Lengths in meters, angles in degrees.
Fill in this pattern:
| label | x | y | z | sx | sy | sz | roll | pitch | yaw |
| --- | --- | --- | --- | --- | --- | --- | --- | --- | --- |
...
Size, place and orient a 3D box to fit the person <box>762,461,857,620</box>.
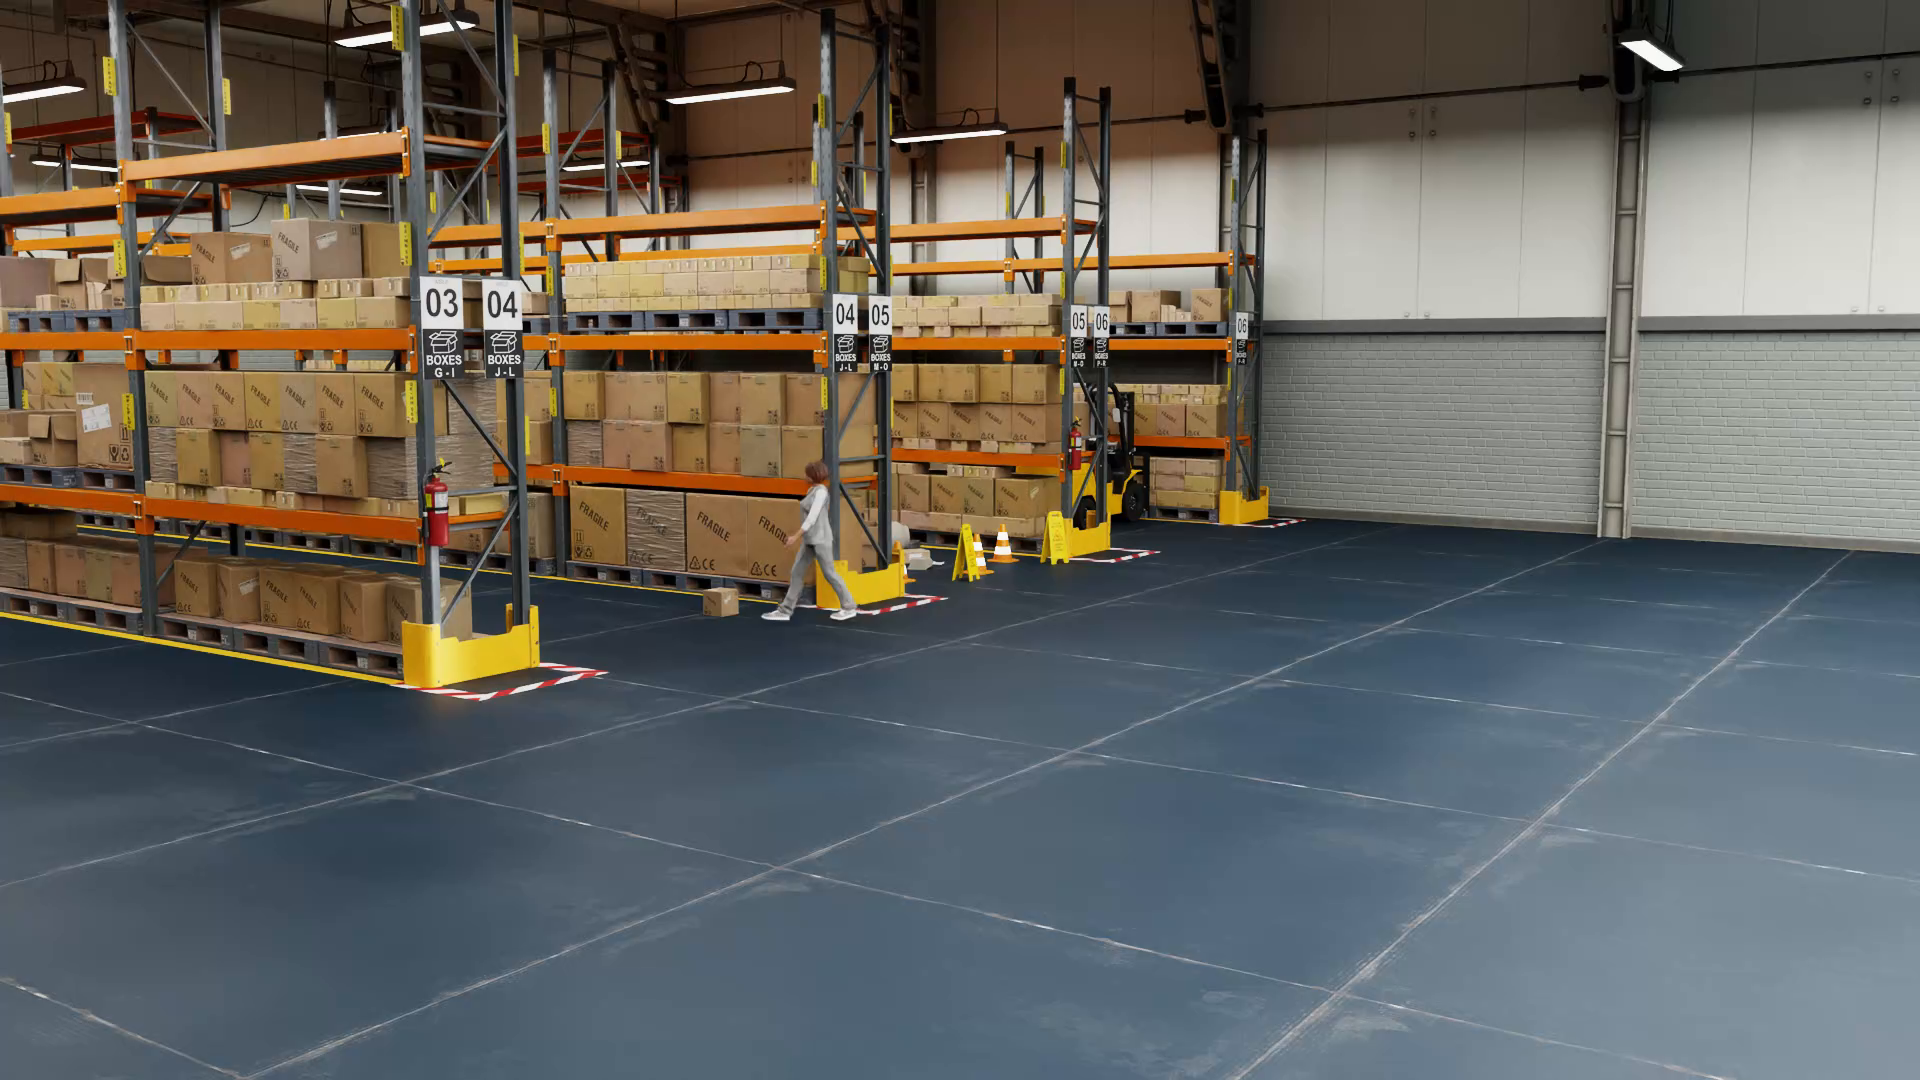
| label | x | y | z | sx | sy | sz | roll | pitch | yaw |
| --- | --- | --- | --- | --- | --- | --- | --- | --- | --- |
| person | -1.451 | 0.010 | 16.001 | 0.928 | 1.540 | 0.417 | -2 | 7 | -20 |
